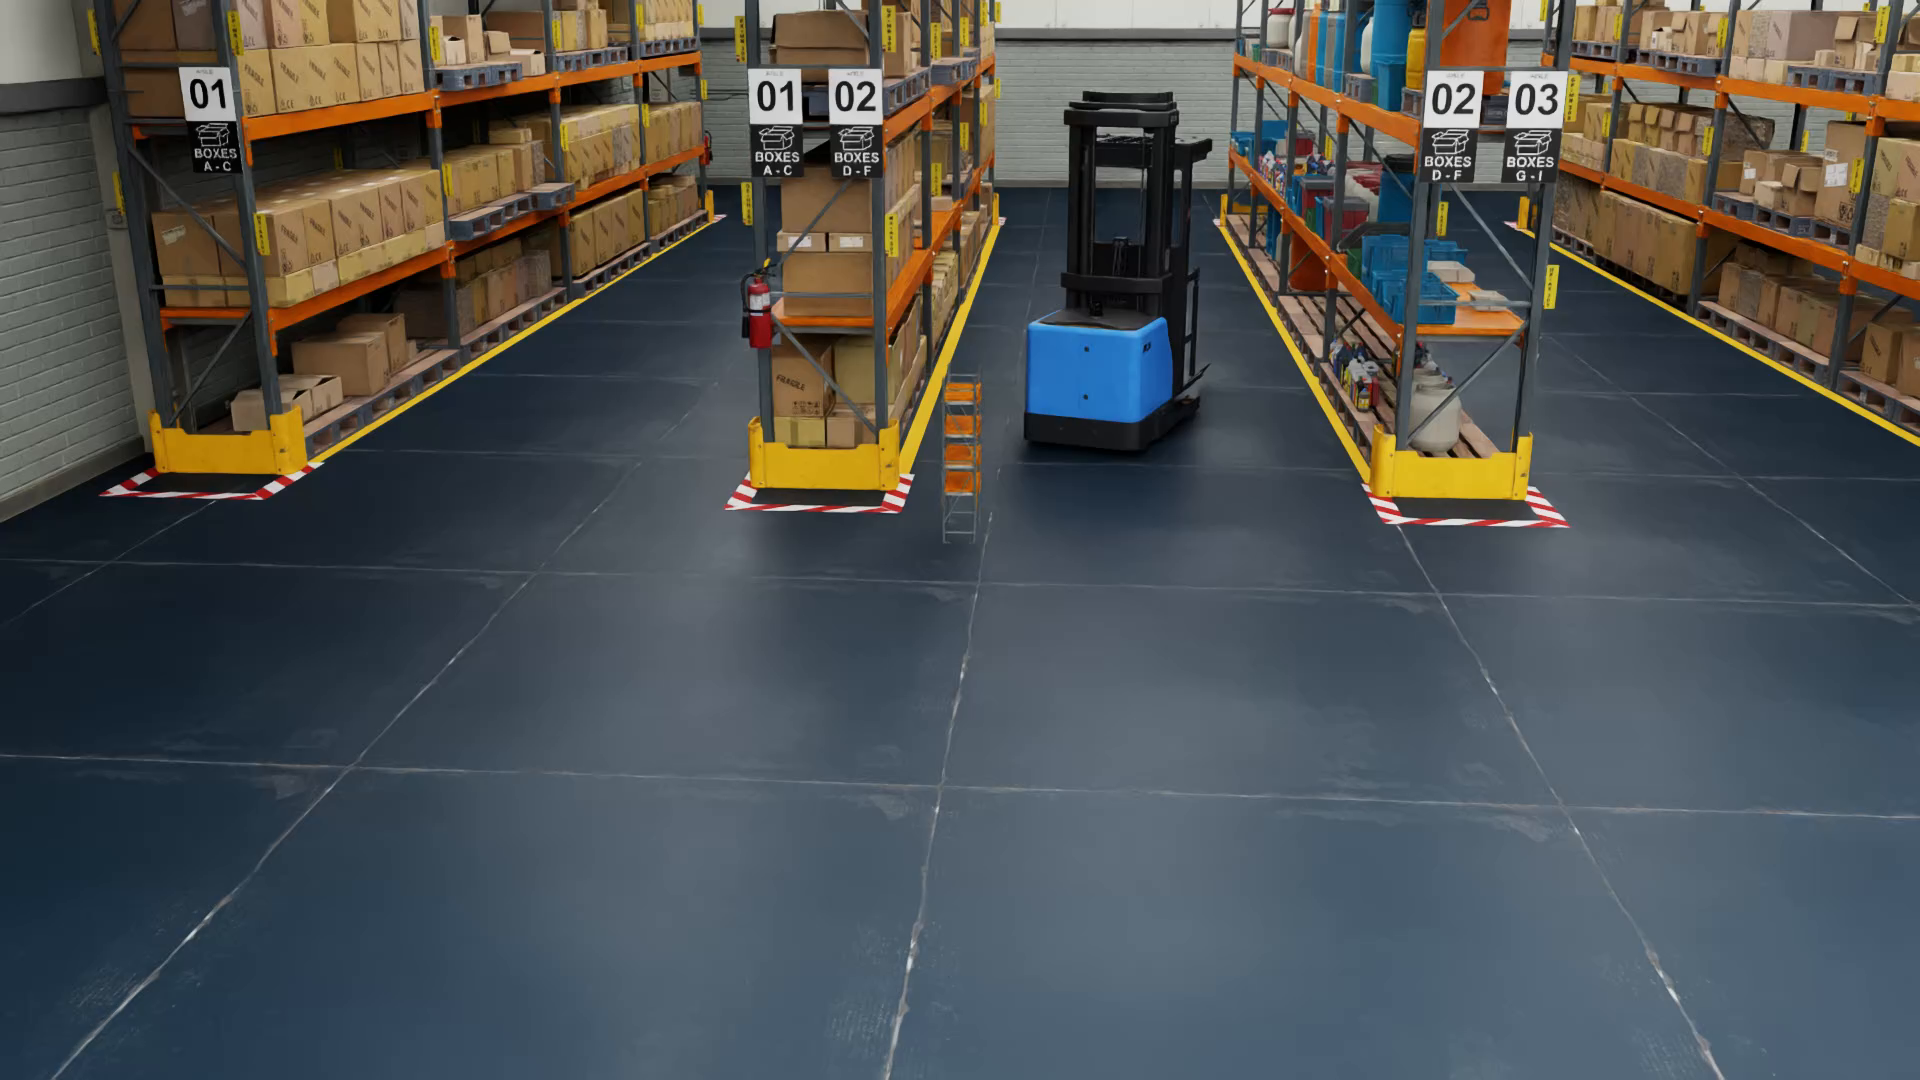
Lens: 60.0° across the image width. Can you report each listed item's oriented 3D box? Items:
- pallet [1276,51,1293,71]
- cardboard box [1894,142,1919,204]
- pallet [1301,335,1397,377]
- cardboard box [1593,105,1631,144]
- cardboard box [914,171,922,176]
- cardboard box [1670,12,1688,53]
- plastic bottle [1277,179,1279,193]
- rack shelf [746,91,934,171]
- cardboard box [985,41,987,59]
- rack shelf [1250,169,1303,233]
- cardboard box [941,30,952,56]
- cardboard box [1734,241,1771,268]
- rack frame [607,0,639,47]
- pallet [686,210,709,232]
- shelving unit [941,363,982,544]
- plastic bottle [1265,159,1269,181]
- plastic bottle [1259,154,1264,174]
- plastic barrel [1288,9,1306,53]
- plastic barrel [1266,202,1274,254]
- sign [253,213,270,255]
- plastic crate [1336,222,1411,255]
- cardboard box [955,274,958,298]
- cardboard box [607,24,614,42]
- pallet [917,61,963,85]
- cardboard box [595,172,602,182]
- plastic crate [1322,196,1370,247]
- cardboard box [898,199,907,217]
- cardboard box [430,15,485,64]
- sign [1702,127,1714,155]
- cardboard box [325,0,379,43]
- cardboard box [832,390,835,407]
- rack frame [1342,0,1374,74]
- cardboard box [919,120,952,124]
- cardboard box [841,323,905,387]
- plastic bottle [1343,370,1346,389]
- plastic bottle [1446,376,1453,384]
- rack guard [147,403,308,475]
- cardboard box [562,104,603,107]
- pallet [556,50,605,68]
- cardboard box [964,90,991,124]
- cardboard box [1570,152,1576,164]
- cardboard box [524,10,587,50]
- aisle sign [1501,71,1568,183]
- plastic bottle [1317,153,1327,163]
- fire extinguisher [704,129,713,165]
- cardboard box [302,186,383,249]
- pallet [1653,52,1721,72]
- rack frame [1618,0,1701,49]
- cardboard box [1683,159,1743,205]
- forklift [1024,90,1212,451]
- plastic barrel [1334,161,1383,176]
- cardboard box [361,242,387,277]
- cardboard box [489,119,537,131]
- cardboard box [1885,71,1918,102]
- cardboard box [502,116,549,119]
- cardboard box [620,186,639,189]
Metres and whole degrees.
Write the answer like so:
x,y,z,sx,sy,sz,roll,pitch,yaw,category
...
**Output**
x,y,z,sx,sy,sz,roll,pitch,yaw,category
4.689,-6.240,21.636,1.003,0.211,1.213,1,18,4,pallet
8.773,-3.282,14.878,0.500,0.500,0.500,1,18,4,cardboard box
4.170,-1.938,17.497,1.003,0.211,1.213,1,18,4,pallet
9.433,-5.967,23.876,0.500,0.500,0.500,2,18,5,cardboard box
-0.605,-3.898,18.842,0.500,0.500,0.500,0,18,1,cardboard box
9.505,-6.459,21.159,0.797,0.503,0.637,1,18,3,cardboard box
4.121,-4.559,21.339,0.097,0.201,0.097,0,18,0,plastic bottle
-0.931,-3.592,14.407,1.077,0.370,4.000,1,18,4,rack shelf
0.145,-7.424,25.188,0.500,0.250,0.500,1,18,4,cardboard box
4.583,-4.540,22.115,1.077,0.370,4.000,1,18,4,rack shelf
-0.503,-5.981,20.382,0.910,0.500,0.500,1,18,4,cardboard box
9.362,-3.319,19.337,0.500,0.250,0.500,2,18,6,cardboard box
-5.155,-8.575,23.640,1.000,3.000,0.127,1,18,4,rack frame
-4.848,-5.391,28.036,1.003,0.211,1.213,1,18,4,pallet
0.012,-0.622,11.893,0.258,1.200,0.503,1,18,4,shelving unit
4.211,-5.067,22.757,0.061,0.283,0.133,1,18,4,plastic bottle
4.265,-5.301,23.472,0.061,0.283,0.133,1,18,4,plastic bottle
4.416,-6.504,21.245,0.433,0.535,0.433,0,18,0,plastic barrel
4.670,-4.536,23.646,0.600,0.901,0.708,1,18,4,plastic barrel
-5.474,-2.396,13.028,0.100,0.325,0.005,1,18,4,sign
3.988,-2.829,15.838,0.767,0.338,0.504,1,18,4,plastic crate
-0.295,-3.096,20.296,0.500,0.250,0.500,2,18,5,cardboard box
-5.340,-7.543,24.714,0.500,0.250,0.500,1,18,4,cardboard box
-0.538,-5.148,18.301,1.003,0.211,1.213,2,18,6,pallet
-5.088,-4.945,22.569,0.380,0.149,0.250,1,18,4,cardboard box
3.882,-3.206,16.786,0.402,0.464,0.583,1,18,4,plastic crate
-0.686,-3.002,15.065,0.380,0.149,0.250,2,18,5,cardboard box
-5.521,-5.463,18.125,0.500,0.500,0.500,1,18,2,cardboard box
8.826,-4.711,19.625,0.100,0.325,0.005,1,18,4,sign
-5.550,-4.702,14.840,0.500,0.500,0.500,1,18,2,cardboard box
-1.307,-1.109,14.232,0.500,0.250,0.500,1,18,4,cardboard box
4.153,-5.869,15.382,1.000,3.000,0.127,1,18,4,rack frame
-0.471,-5.719,23.725,0.700,0.500,0.500,-5,19,-15,cardboard box
-0.757,-1.609,14.554,0.500,0.500,0.500,1,18,4,cardboard box
3.624,-1.510,15.501,0.097,0.201,0.097,0,18,0,plastic bottle
4.341,-1.320,14.790,0.061,0.283,0.133,2,18,5,plastic bottle
-6.010,-0.833,13.661,1.175,0.500,0.348,1,18,4,rack guard
-5.448,-6.141,23.974,0.500,0.250,0.500,2,18,6,cardboard box
-5.372,-6.366,22.019,1.003,0.211,1.213,2,18,6,pallet
0.210,-6.757,25.962,0.500,0.500,0.500,2,18,6,cardboard box
9.453,-5.774,25.130,0.380,0.149,0.250,1,18,3,cardboard box
-5.403,-6.806,22.194,0.700,0.500,0.500,1,18,4,cardboard box
4.153,-2.982,12.032,0.394,0.787,0.004,1,18,4,aisle sign
4.973,-5.129,22.838,0.144,0.351,0.185,1,18,4,plastic bottle
-4.397,-6.789,28.547,0.296,0.674,0.183,1,18,4,fire extinguisher
-5.568,-2.907,14.982,0.500,0.500,0.500,2,18,6,cardboard box
9.450,-6.034,21.007,1.003,0.211,1.213,2,18,6,pallet
9.666,-8.243,22.627,1.000,3.000,0.127,1,18,4,rack frame
9.168,-4.356,20.239,0.500,0.500,0.500,2,18,6,cardboard box
1.595,-2.560,15.028,1.130,2.935,3.031,8,20,22,forklift
4.708,-4.174,19.626,0.600,0.536,0.708,1,18,4,plastic barrel
-5.560,-2.556,15.116,0.500,0.250,0.500,1,18,4,cardboard box
-5.668,-5.183,21.048,0.500,0.250,0.500,2,18,5,cardboard box
8.805,-4.128,15.126,0.500,0.250,0.500,1,18,2,cardboard box
-5.628,-5.344,21.539,0.500,0.250,0.500,1,18,2,cardboard box
-5.154,-5.479,26.124,0.380,0.149,0.250,1,18,2,cardboard box
